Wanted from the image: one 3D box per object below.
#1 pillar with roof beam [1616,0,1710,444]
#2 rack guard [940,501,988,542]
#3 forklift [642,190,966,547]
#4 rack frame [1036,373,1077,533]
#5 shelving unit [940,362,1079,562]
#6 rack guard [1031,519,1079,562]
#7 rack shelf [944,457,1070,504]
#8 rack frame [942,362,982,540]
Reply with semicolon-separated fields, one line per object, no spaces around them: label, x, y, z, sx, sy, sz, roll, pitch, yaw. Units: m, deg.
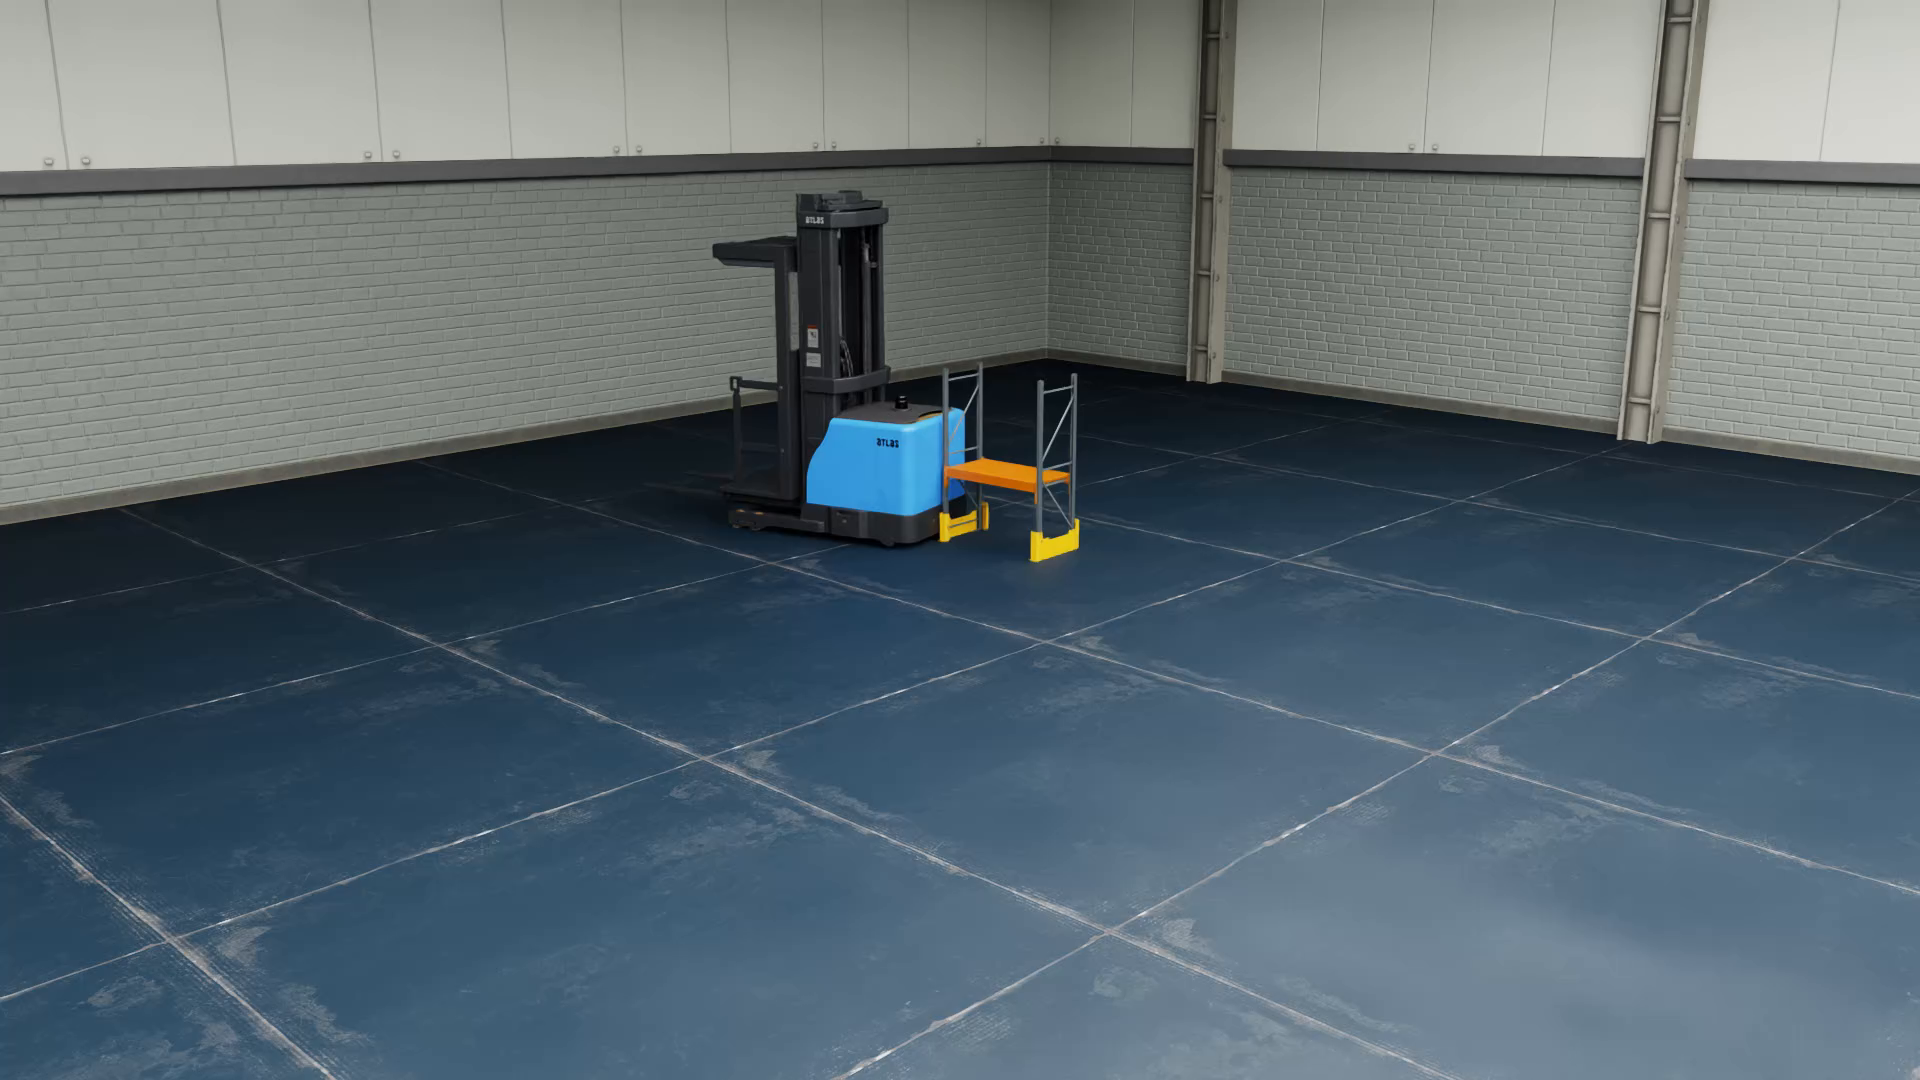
pillar with roof beam;4.680;-4.704;14.639;0.400;9.000;9.100;14;20;42
rack guard;0.037;-0.162;14.556;0.087;0.250;0.587;12;19;39
forklift;-1.486;-1.607;14.788;3.031;2.935;1.130;8;17;28
rack frame;0.798;-0.604;13.775;0.032;1.500;0.500;12;19;39
shelving unit;0.417;-0.685;14.087;1.083;1.500;0.587;12;19;39
rack guard;0.797;0.001;13.933;0.087;0.250;0.587;12;19;39
rack shelf;0.410;-0.513;14.138;1.000;0.185;0.538;12;19;39
rack frame;0.022;-0.770;14.411;0.032;1.500;0.500;12;19;39
